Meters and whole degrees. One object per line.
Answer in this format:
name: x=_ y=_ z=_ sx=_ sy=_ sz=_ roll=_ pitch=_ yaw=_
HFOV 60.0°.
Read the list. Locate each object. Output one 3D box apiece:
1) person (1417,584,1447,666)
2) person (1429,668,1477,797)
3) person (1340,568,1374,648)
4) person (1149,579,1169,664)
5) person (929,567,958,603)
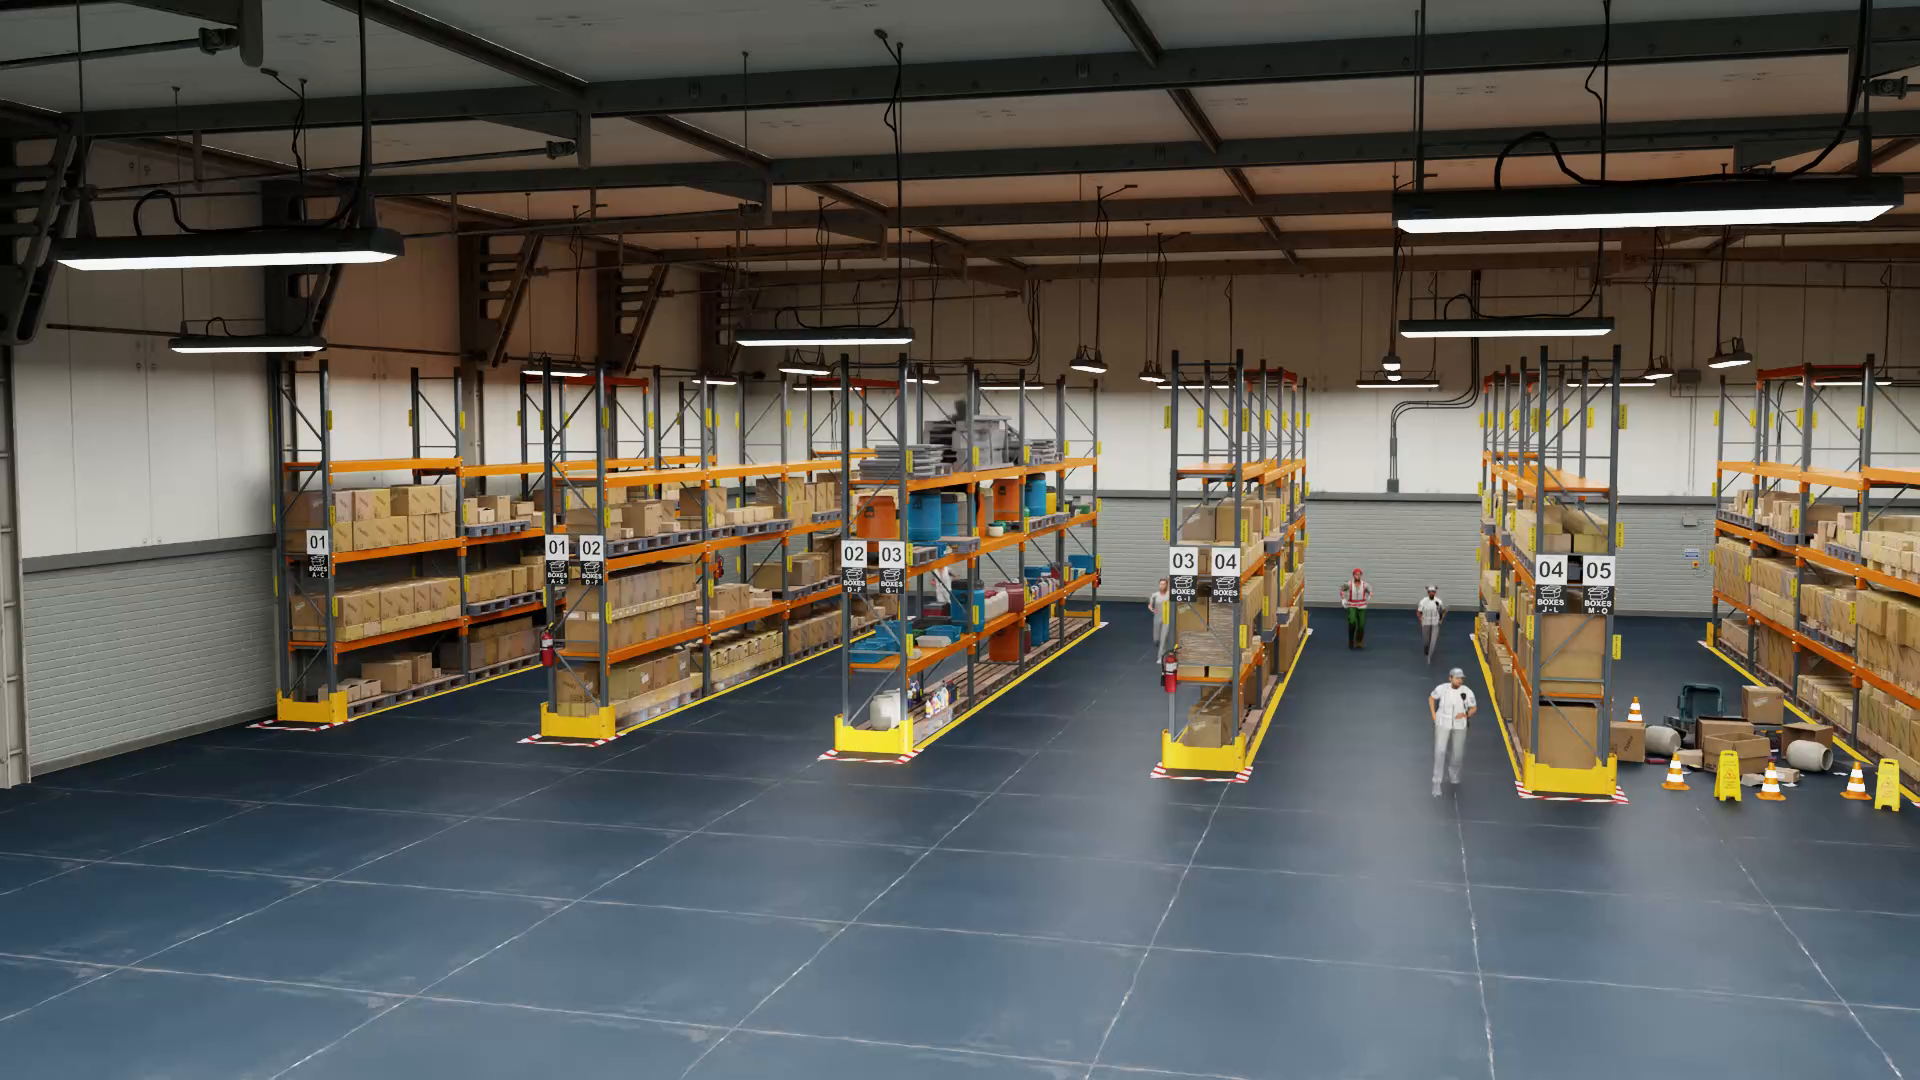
person: x=9.682 y=1.731 z=34.128 sx=0.593 sy=1.654 sz=0.672 roll=1 pitch=4 yaw=13
person: x=6.666 y=2.565 z=22.475 sx=0.608 sy=1.694 sz=0.877 roll=1 pitch=4 yaw=10
person: x=8.719 y=1.503 z=36.474 sx=0.701 sy=1.762 sz=0.675 roll=0 pitch=4 yaw=5
person: x=3.953 y=1.575 z=32.396 sx=0.568 sy=1.617 sz=0.638 roll=1 pitch=4 yaw=14
person: x=-0.413 y=1.255 z=40.144 sx=0.670 sy=1.714 sz=0.554 roll=1 pitch=4 yaw=9
